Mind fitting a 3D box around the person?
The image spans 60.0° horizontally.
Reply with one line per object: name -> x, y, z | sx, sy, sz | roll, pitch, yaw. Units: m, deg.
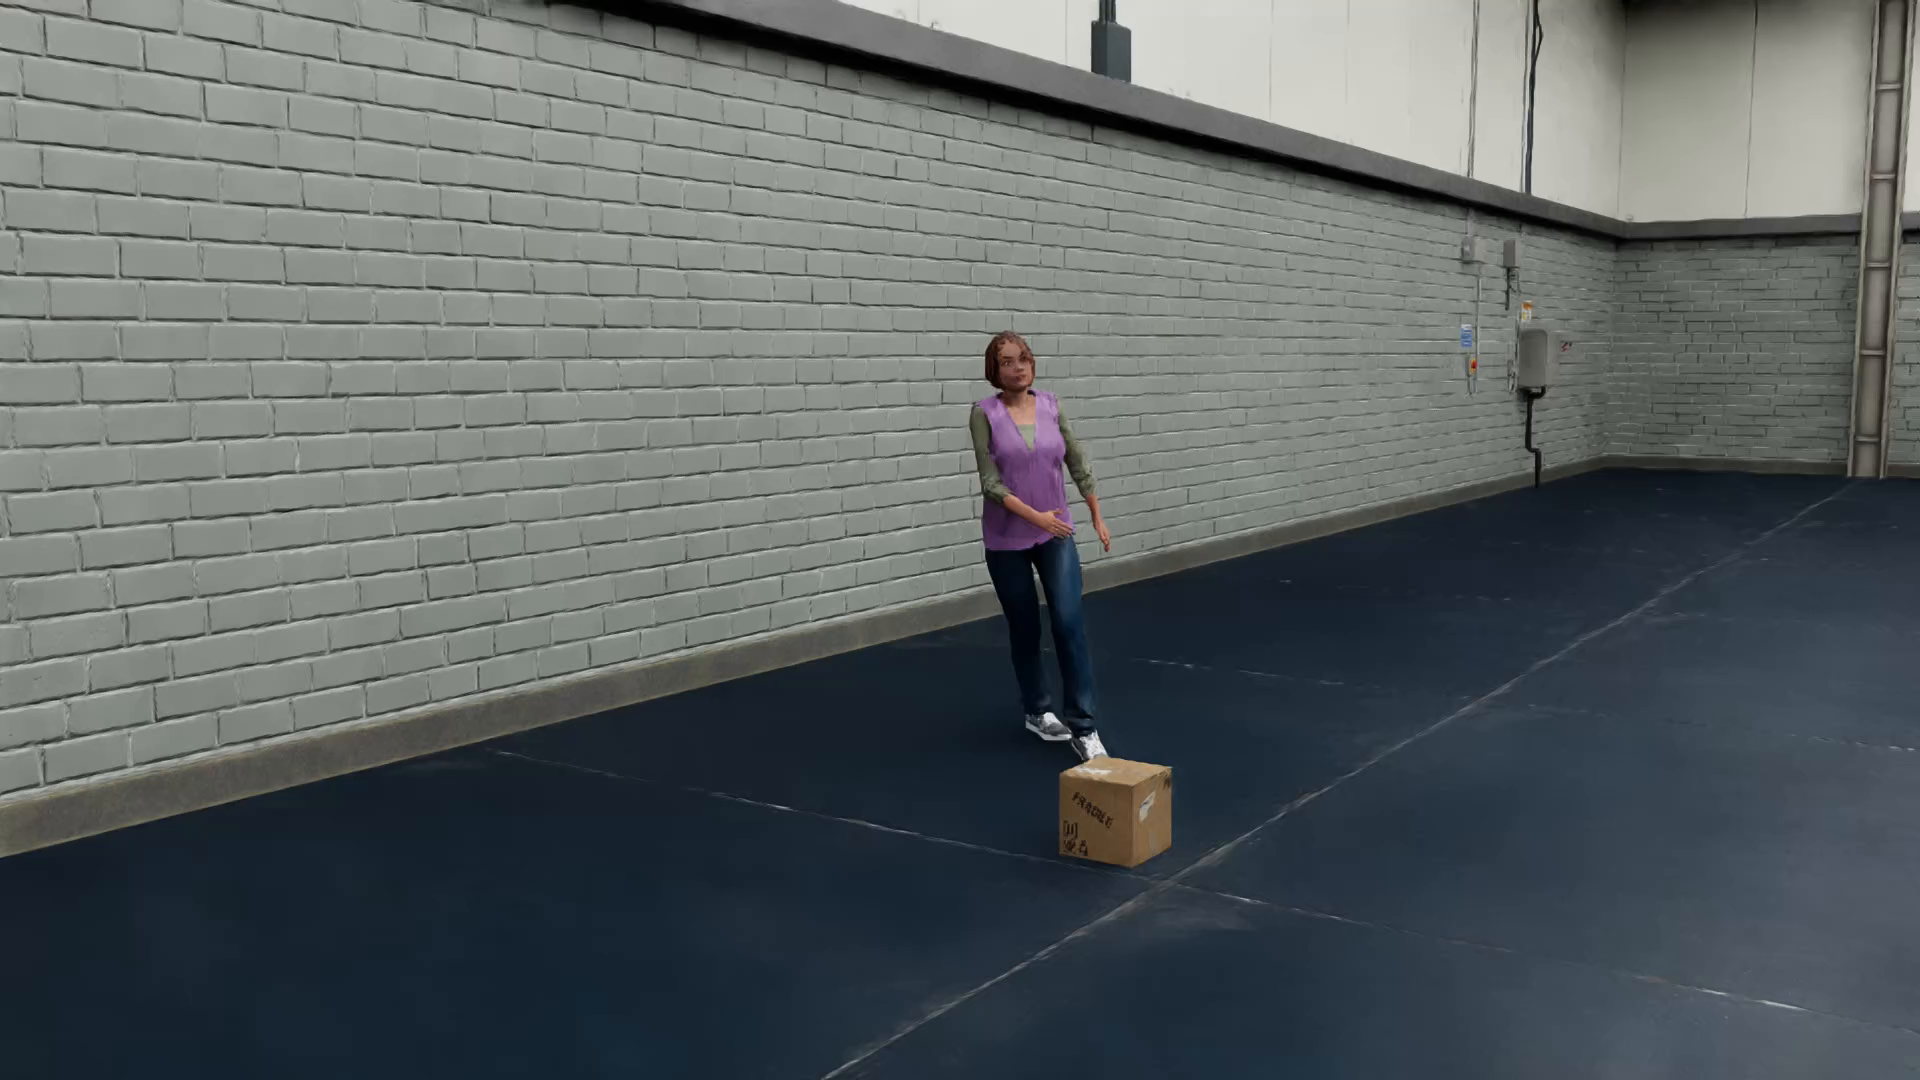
person -> 0.310, 0.042, 6.165 | 0.560, 1.597, 0.655 | -1, 7, -6
